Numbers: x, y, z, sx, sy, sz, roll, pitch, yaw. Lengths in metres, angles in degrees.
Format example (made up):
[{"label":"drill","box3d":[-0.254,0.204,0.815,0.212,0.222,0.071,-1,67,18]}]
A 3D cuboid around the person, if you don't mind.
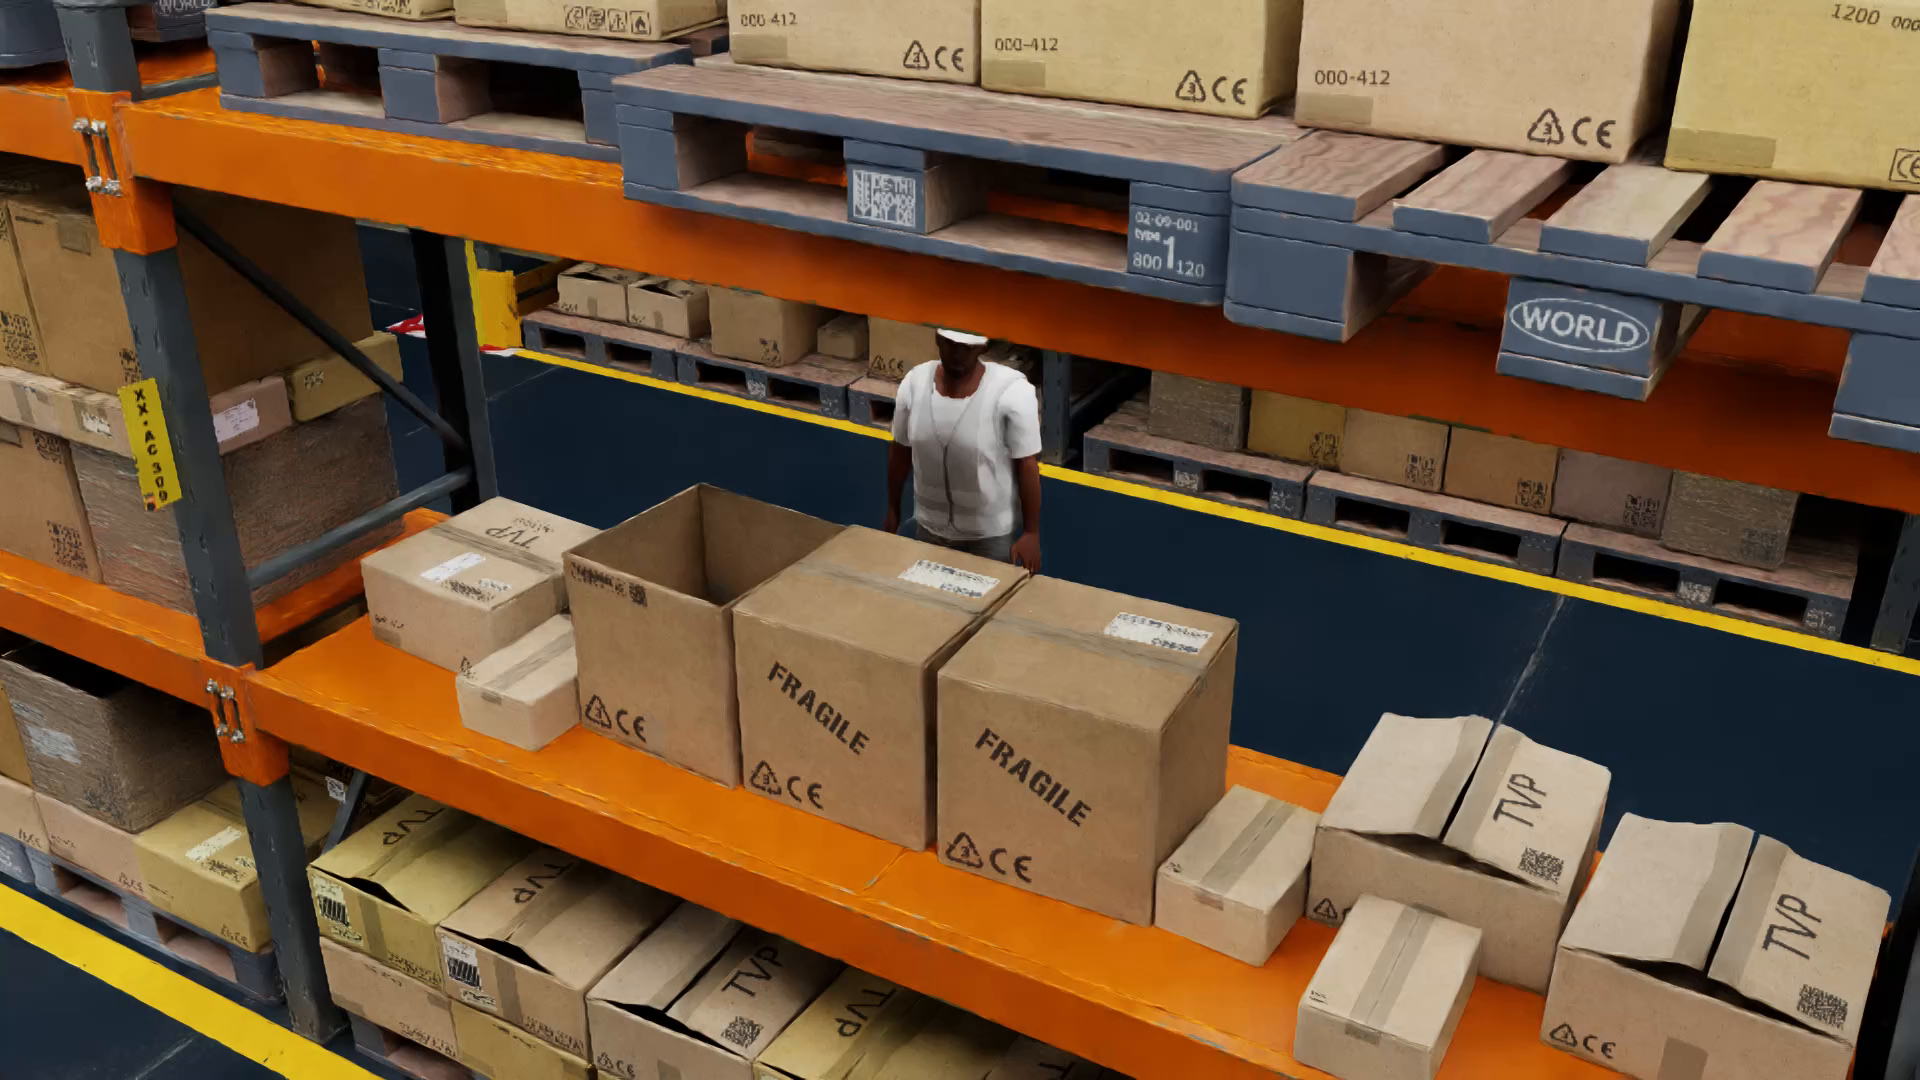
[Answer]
[{"label":"person","box3d":[-0.026,-0.041,6.126,0.682,1.770,0.479,12,29,23]}]
